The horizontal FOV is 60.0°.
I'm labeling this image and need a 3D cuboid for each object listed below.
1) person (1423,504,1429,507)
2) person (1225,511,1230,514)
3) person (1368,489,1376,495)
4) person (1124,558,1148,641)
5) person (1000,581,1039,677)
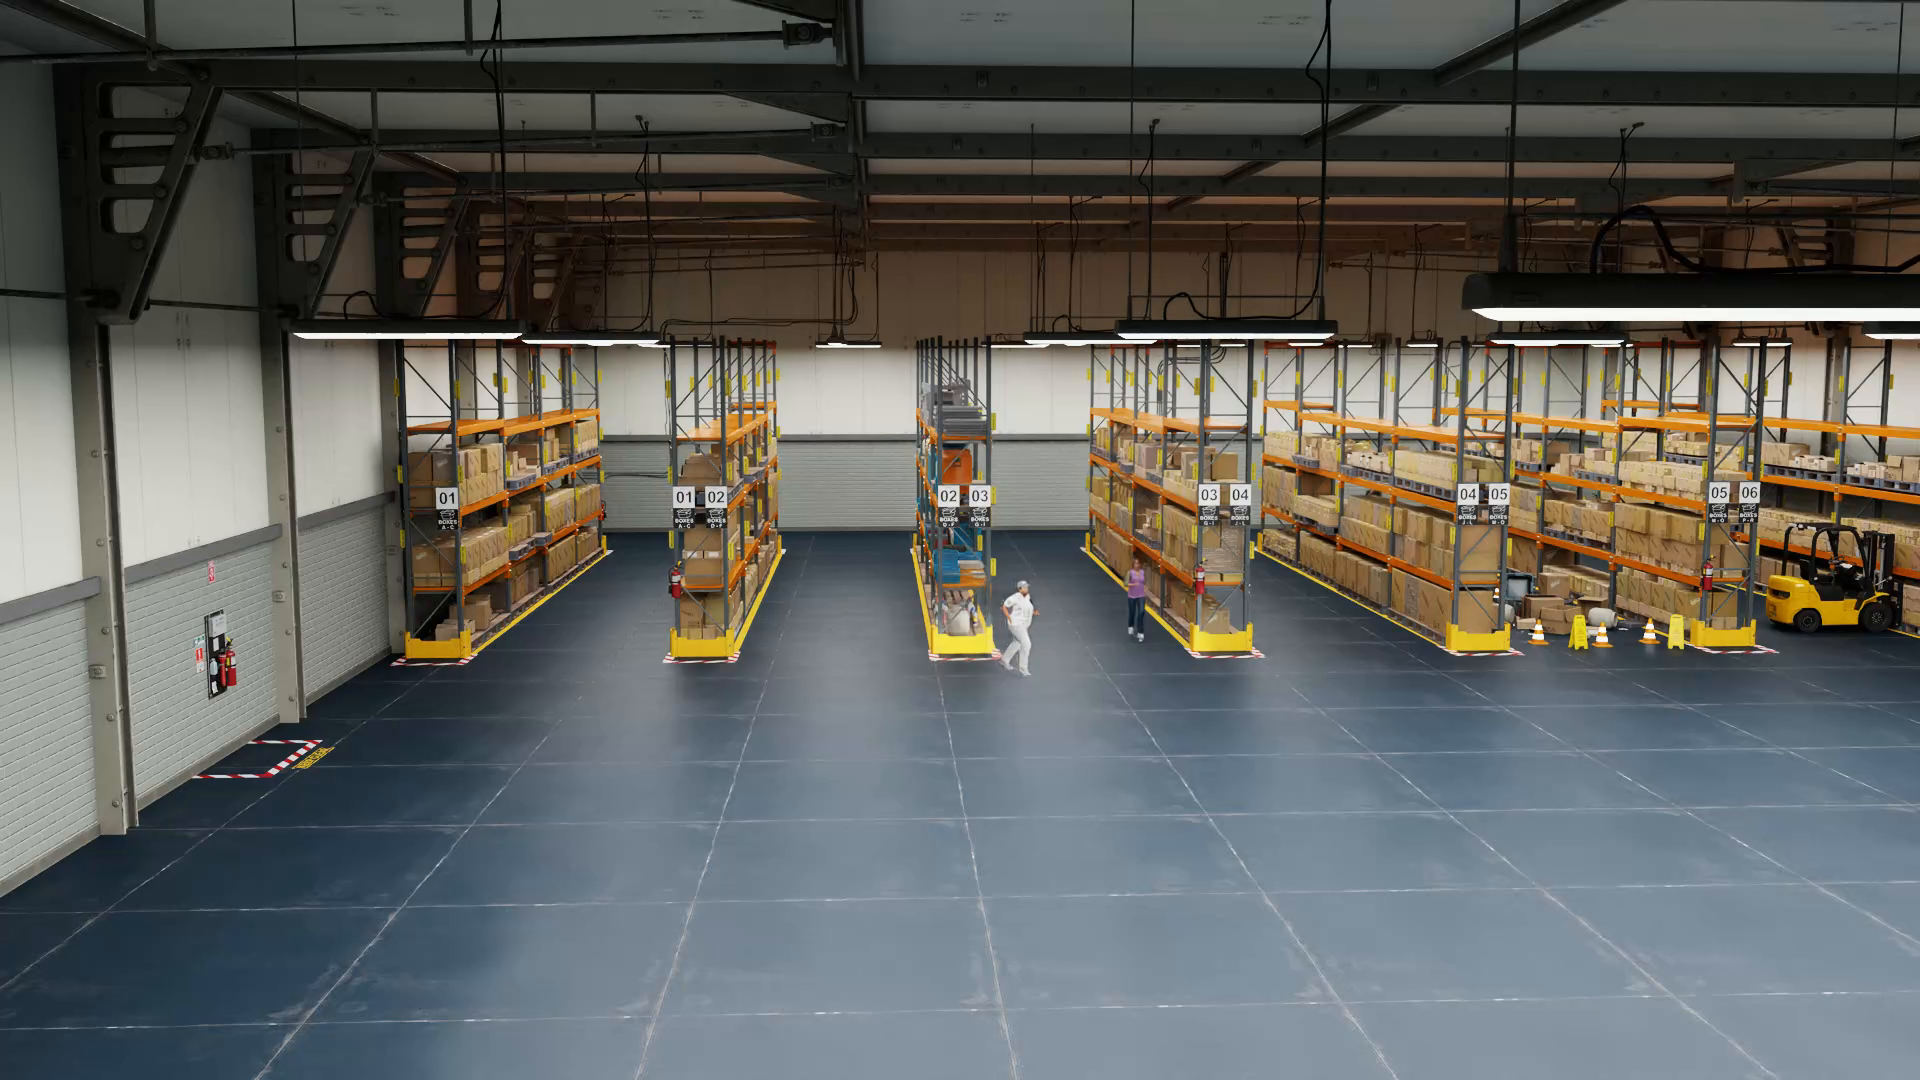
[{"bbox_3d":[13.961,-0.741,49.512,0.723,1.718,0.758,3,7,26],"label":"person"},{"bbox_3d":[7.429,-0.364,46.834,0.629,1.587,0.532,1,7,6],"label":"person"},{"bbox_3d":[12.302,-0.671,49.388,0.878,1.643,0.586,0,7,4],"label":"person"},{"bbox_3d":[3.503,1.156,33.047,0.532,1.612,0.799,-1,7,-6],"label":"person"},{"bbox_3d":[1.047,1.556,29.551,0.777,1.707,0.576,4,8,34],"label":"person"}]
